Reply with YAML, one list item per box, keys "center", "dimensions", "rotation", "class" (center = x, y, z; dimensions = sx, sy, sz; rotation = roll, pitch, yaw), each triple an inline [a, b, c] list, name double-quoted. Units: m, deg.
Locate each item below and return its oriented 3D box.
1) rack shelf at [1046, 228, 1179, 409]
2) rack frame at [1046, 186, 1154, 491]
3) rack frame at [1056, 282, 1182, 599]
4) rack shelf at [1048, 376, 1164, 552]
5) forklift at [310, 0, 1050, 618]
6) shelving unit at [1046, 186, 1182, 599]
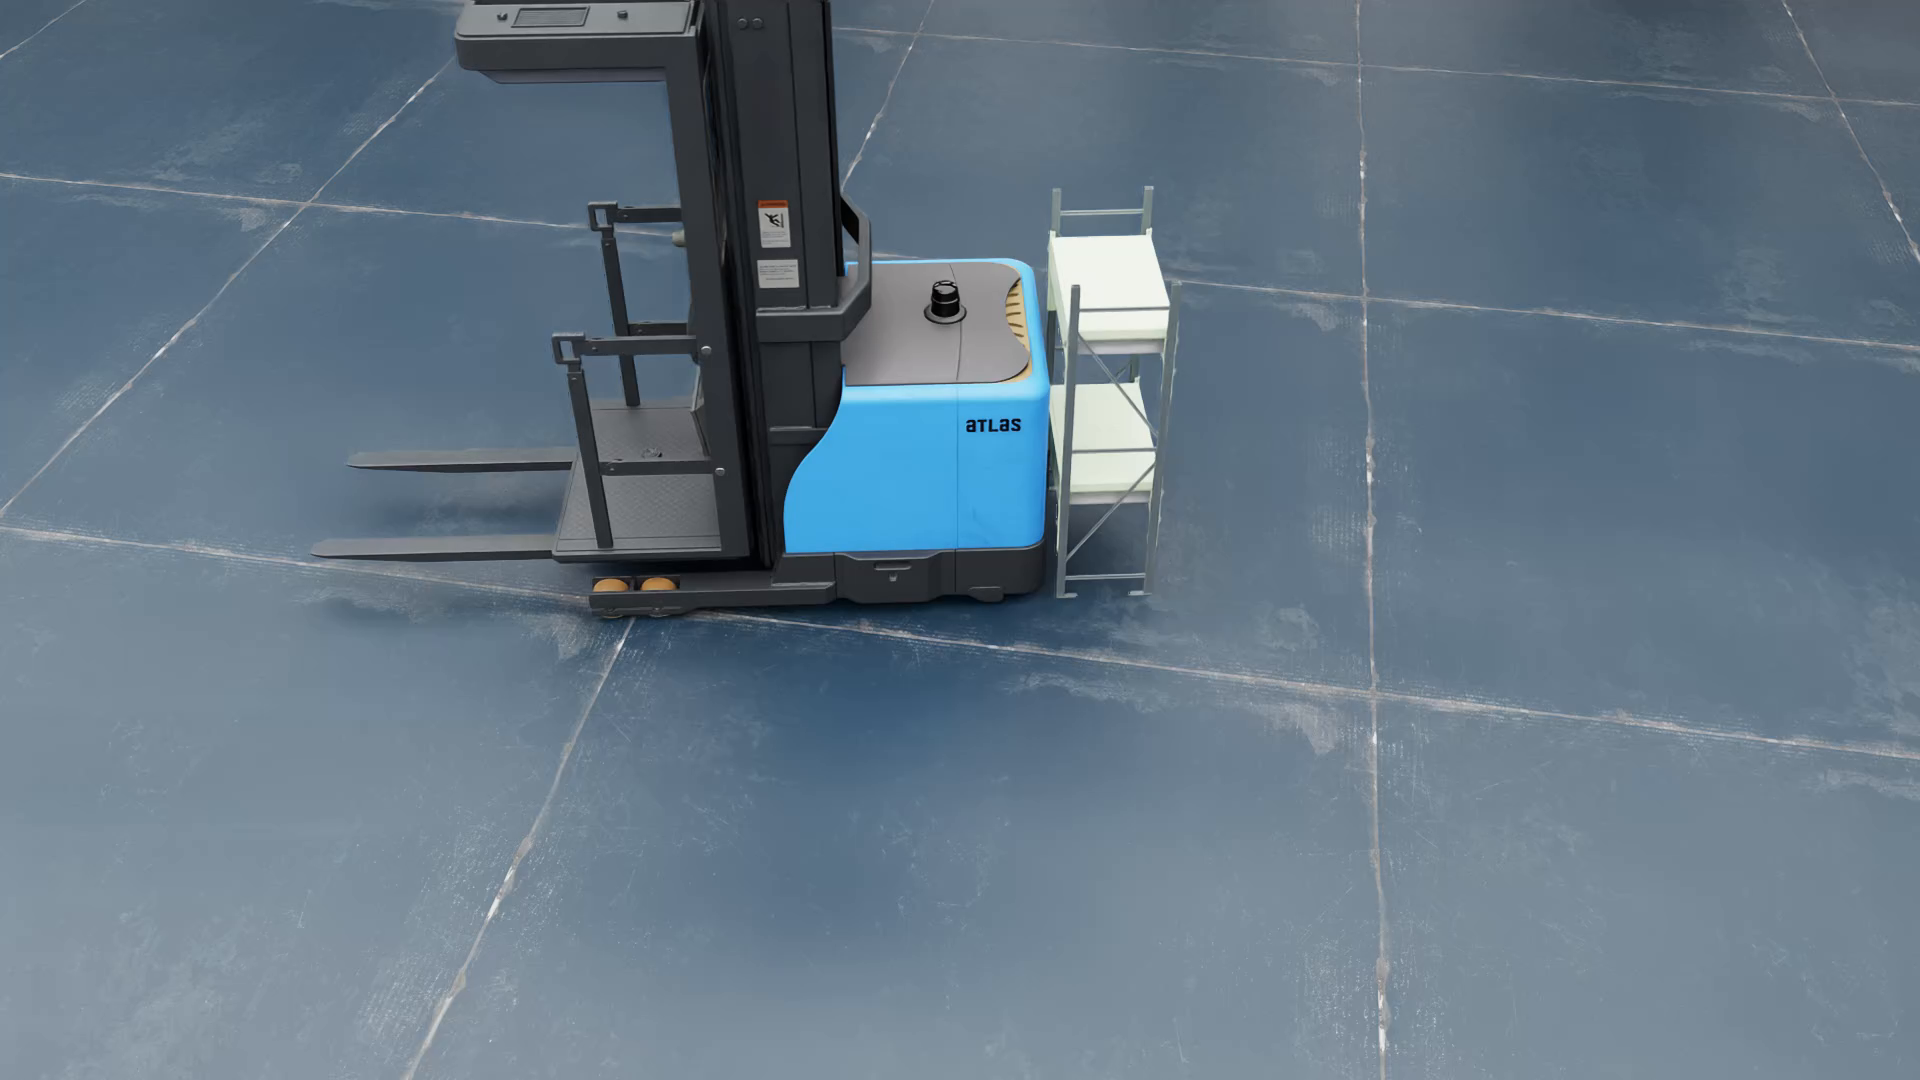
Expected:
- center: [0.584, -0.880, 6.524]
  dimensions: [0.431, 0.370, 0.720]
  rotation: [-2, 40, -2]
  class: "rack shelf"
- center: [0.566, -0.812, 7.055]
  dimensions: [0.400, 1.500, 0.023]
  rotation: [-2, 40, -2]
  class: "rack frame"
- center: [0.602, -0.346, 6.491]
  dimensions: [0.400, 1.500, 0.023]
  rotation: [-2, 40, -2]
  class: "rack frame"
- center: [0.584, -0.328, 6.981]
  dimensions: [0.431, 0.370, 0.720]
  rotation: [-2, 40, -2]
  class: "rack shelf"
- center: [-1.173, -1.152, 6.343]
  dimensions: [3.031, 2.935, 1.130]
  rotation: [-1, 40, -2]
  class: "forklift"
- center: [0.584, -0.579, 6.773]
  dimensions: [0.431, 1.500, 0.755]
  rotation: [-2, 40, -2]
  class: "shelving unit"
